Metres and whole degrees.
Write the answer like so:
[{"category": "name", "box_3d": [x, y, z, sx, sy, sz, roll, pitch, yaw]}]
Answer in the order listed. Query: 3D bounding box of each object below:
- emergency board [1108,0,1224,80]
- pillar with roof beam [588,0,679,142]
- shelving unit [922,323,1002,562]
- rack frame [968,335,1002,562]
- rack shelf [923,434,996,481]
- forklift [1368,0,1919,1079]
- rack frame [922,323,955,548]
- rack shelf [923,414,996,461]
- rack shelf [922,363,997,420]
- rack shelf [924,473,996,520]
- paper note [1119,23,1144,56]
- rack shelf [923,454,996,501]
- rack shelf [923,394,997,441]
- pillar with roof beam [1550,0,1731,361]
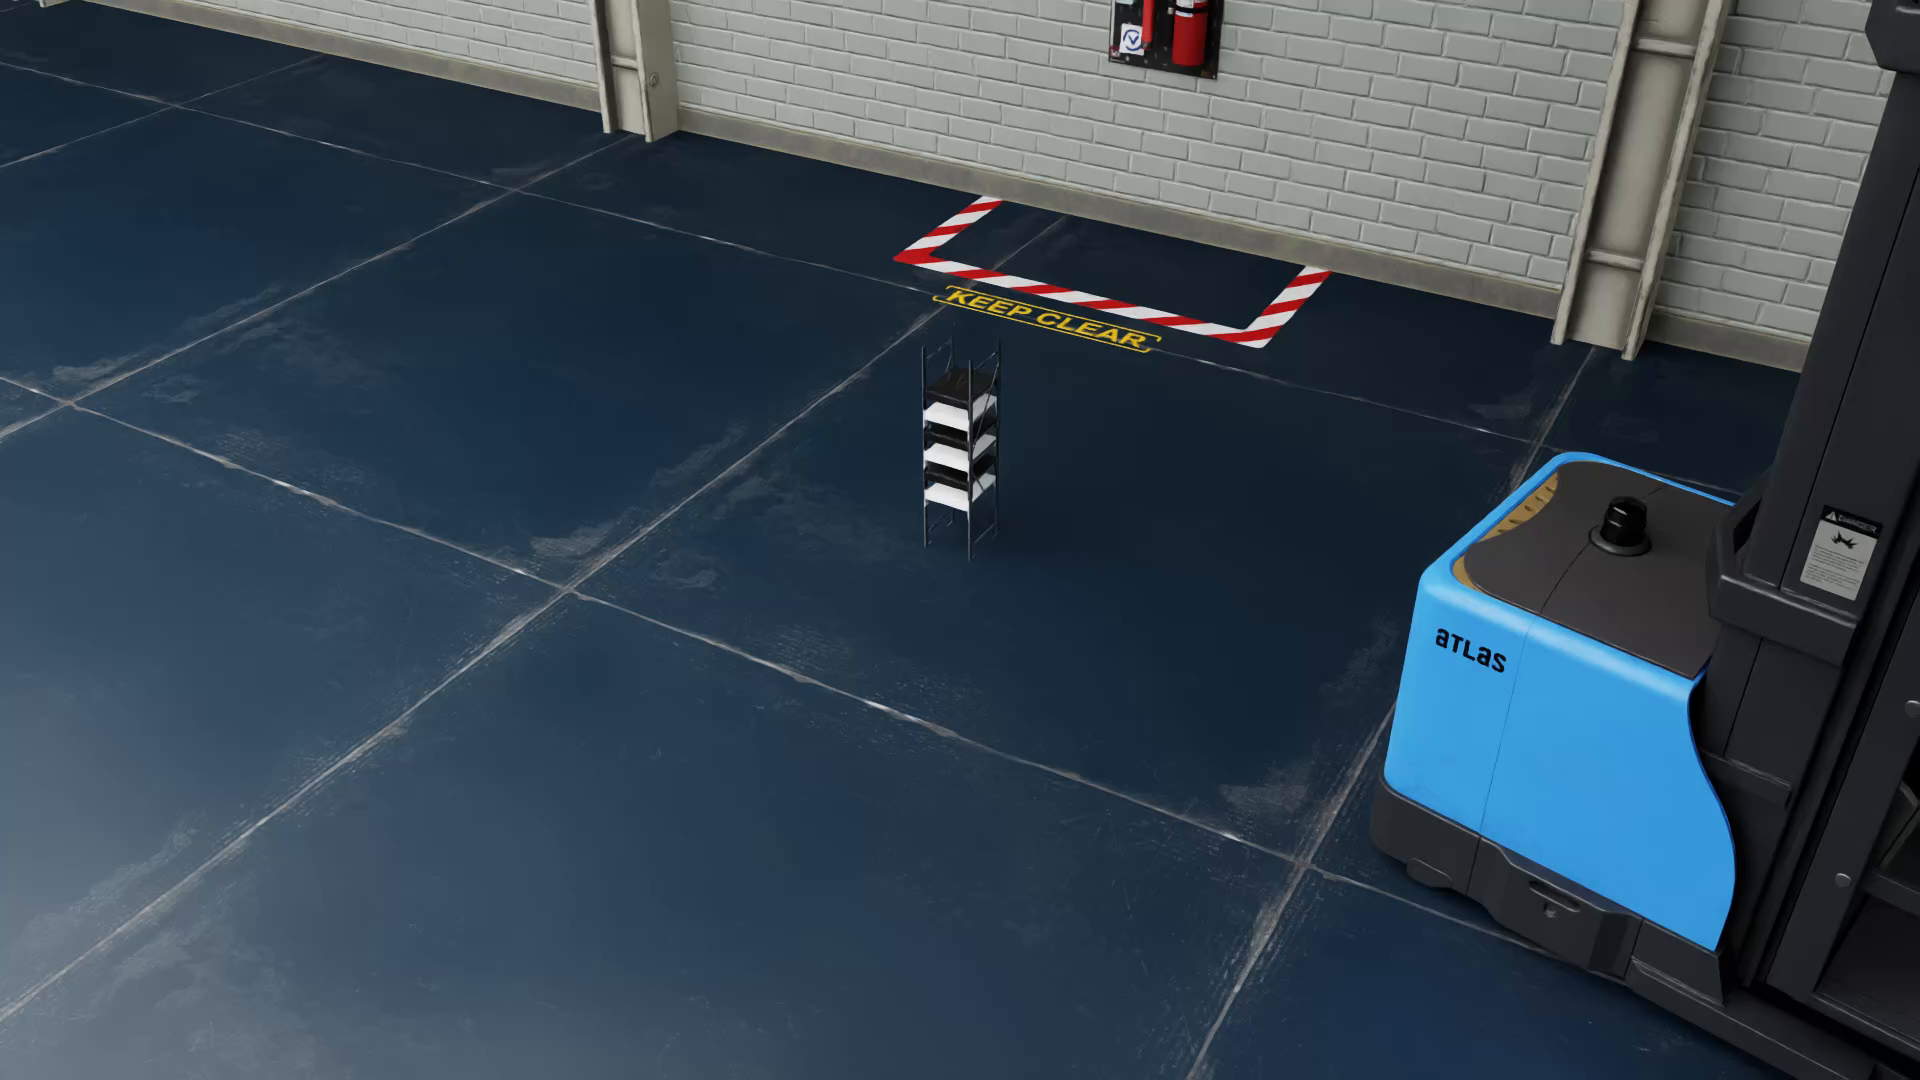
[{"category": "emergency board", "box_3d": [1.036, -2.941, 8.460, 0.643, 1.169, 0.194, 18, 37, 24]}, {"category": "pillar with roof beam", "box_3d": [-4.183, -4.318, 5.116, 0.400, 9.000, 9.100, 18, 37, 24]}, {"category": "shelving unit", "box_3d": [0.007, -0.372, 6.497, 0.210, 0.900, 0.258, 18, 37, 24]}, {"category": "rack frame", "box_3d": [0.095, -0.344, 6.455, 0.006, 0.900, 0.240, 18, 37, 24]}, {"category": "rack shelf", "box_3d": [0.007, -0.345, 6.516, 0.200, 0.077, 0.258, 18, 37, 24]}, {"category": "forklift", "box_3d": [2.724, 0.111, 3.939, 3.031, 2.935, 1.130, 26, 42, 33]}, {"category": "rack frame", "box_3d": [-0.081, -0.400, 6.539, 0.006, 0.900, 0.240, 18, 37, 24]}, {"category": "rack shelf", "box_3d": [0.007, -0.419, 6.466, 0.200, 0.077, 0.258, 18, 37, 24]}, {"category": "rack shelf", "box_3d": [0.007, -0.569, 6.366, 0.200, 0.077, 0.258, 18, 37, 24]}, {"category": "rack shelf", "box_3d": [0.007, -0.195, 6.615, 0.200, 0.077, 0.258, 18, 37, 24]}, {"category": "paper note", "box_3d": [0.917, -2.656, 8.827, 0.142, 0.148, 0.016, 18, 37, 24]}, {"category": "rack shelf", "box_3d": [0.007, -0.270, 6.566, 0.200, 0.077, 0.258, 18, 37, 24]}, {"category": "rack shelf", "box_3d": [0.007, -0.494, 6.416, 0.200, 0.077, 0.258, 18, 37, 24]}, {"category": "pillar with roof beam", "box_3d": [1.027, -2.668, 2.638, 0.400, 9.000, 9.100, 18, 37, 24]}]
